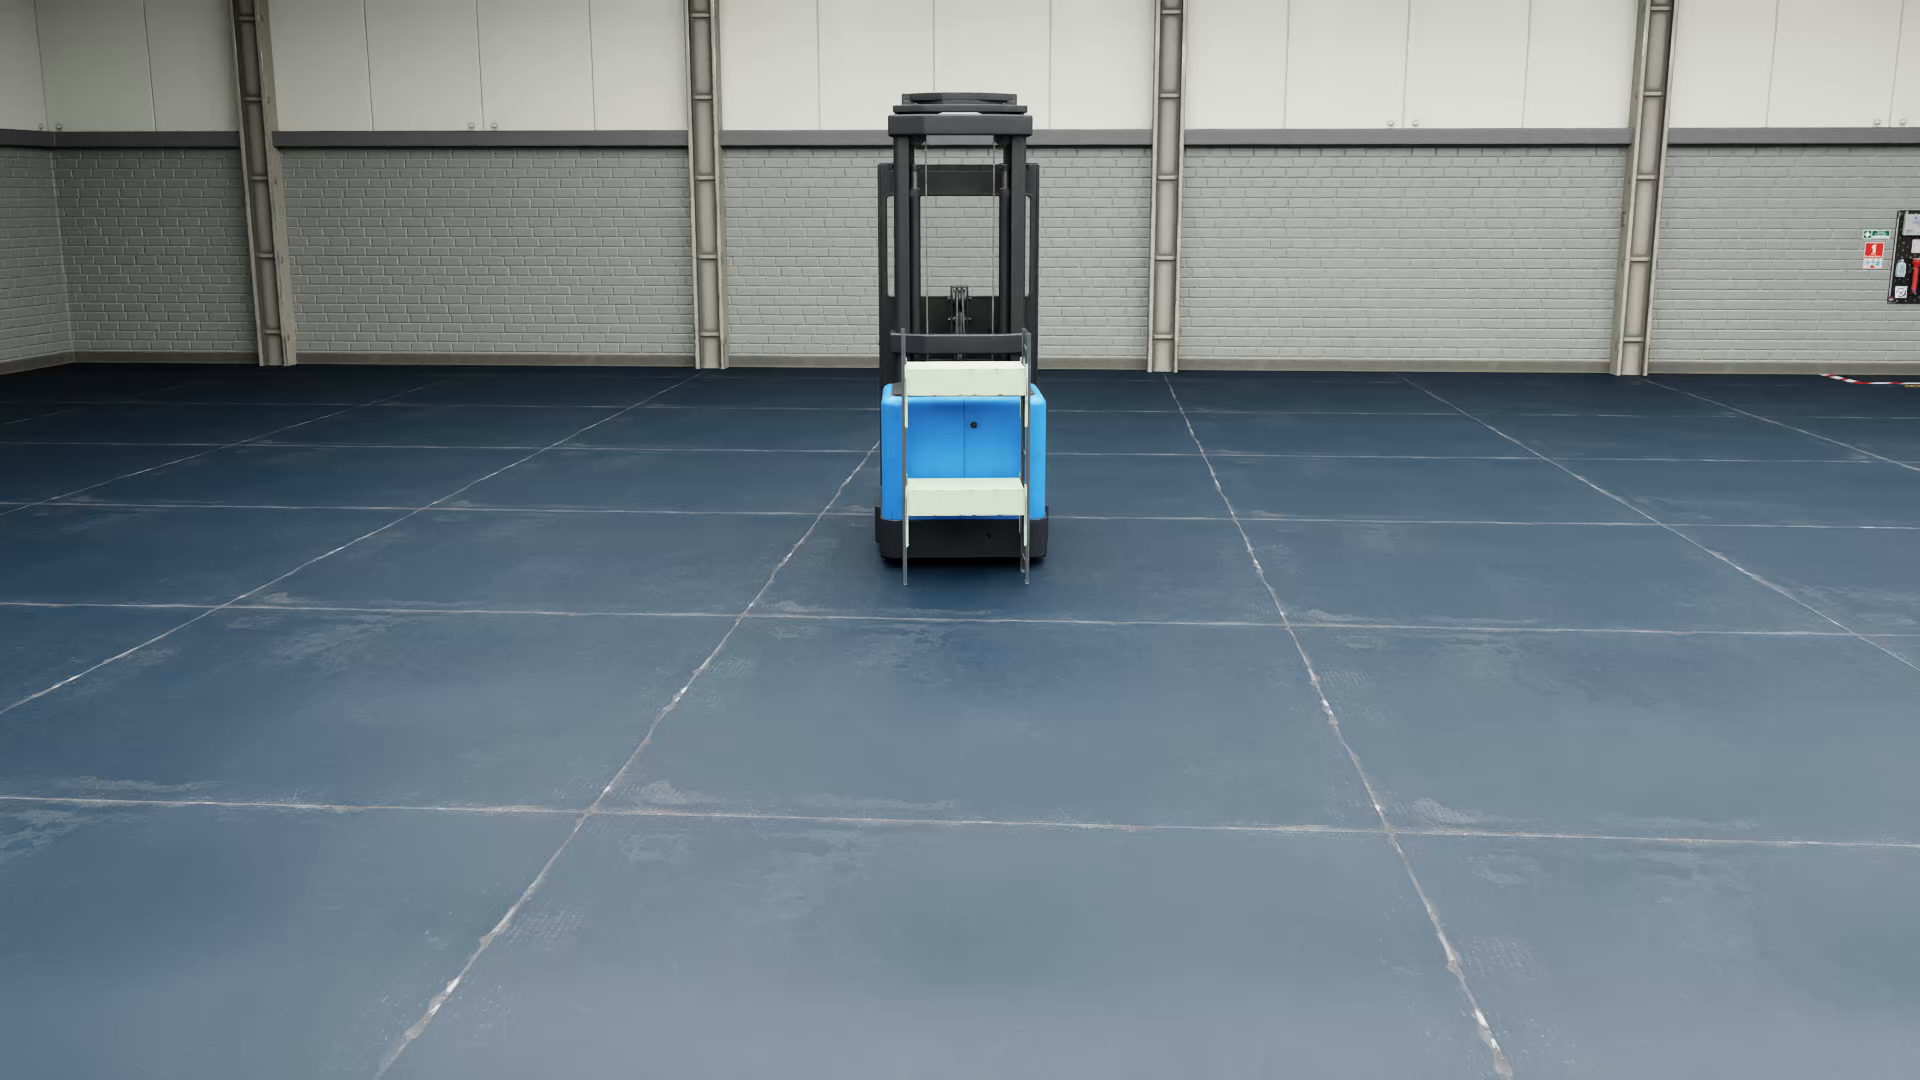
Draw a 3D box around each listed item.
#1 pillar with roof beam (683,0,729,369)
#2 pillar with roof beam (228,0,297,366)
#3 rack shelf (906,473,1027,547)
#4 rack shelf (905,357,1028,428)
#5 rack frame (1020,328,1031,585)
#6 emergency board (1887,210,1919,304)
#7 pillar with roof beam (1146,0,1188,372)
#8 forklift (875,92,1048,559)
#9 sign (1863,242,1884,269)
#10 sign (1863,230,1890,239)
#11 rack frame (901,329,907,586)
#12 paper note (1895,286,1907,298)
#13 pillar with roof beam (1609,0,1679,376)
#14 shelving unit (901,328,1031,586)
[{"bbox_3d":[-3.610,-5.837,17.195,0.400,9.000,9.100,1,12,4],"label":"pillar with roof beam"},{"bbox_3d":[-9.596,-5.919,17.588,0.400,9.000,9.100,1,12,4],"label":"pillar with roof beam"},{"bbox_3d":[0.029,-0.185,10.080,0.720,0.370,0.431,0,12,-2],"label":"rack shelf"},{"bbox_3d":[0.029,-0.886,9.934,0.720,0.370,0.431,0,12,-2],"label":"rack shelf"},{"bbox_3d":[0.395,-0.507,10.028,0.023,1.500,0.400,0,12,-2],"label":"rack frame"},{"bbox_3d":[12.175,-3.576,21.036,0.643,1.169,0.194,1,12,4],"label":"emergency board"},{"bbox_3d":[2.377,-5.755,16.803,0.400,9.000,9.100,1,12,4],"label":"pillar with roof beam"},{"bbox_3d":[-0.019,-1.564,11.585,1.130,2.935,3.031,0,12,-2],"label":"forklift"},{"bbox_3d":[11.630,-3.622,21.169,0.234,0.329,0.001,1,12,4],"label":"sign"},{"bbox_3d":[11.634,-3.879,21.106,0.331,0.109,0.001,1,12,4],"label":"sign"},{"bbox_3d":[-0.336,-0.501,9.999,0.023,1.500,0.400,0,12,-2],"label":"rack frame"},{"bbox_3d":[12.003,-3.161,21.205,0.142,0.148,0.016,1,12,4],"label":"paper note"},{"bbox_3d":[8.364,-5.673,16.411,0.400,9.000,9.100,1,12,4],"label":"pillar with roof beam"},{"bbox_3d":[0.029,-0.504,10.014,0.755,1.500,0.431,0,12,-2],"label":"shelving unit"}]
